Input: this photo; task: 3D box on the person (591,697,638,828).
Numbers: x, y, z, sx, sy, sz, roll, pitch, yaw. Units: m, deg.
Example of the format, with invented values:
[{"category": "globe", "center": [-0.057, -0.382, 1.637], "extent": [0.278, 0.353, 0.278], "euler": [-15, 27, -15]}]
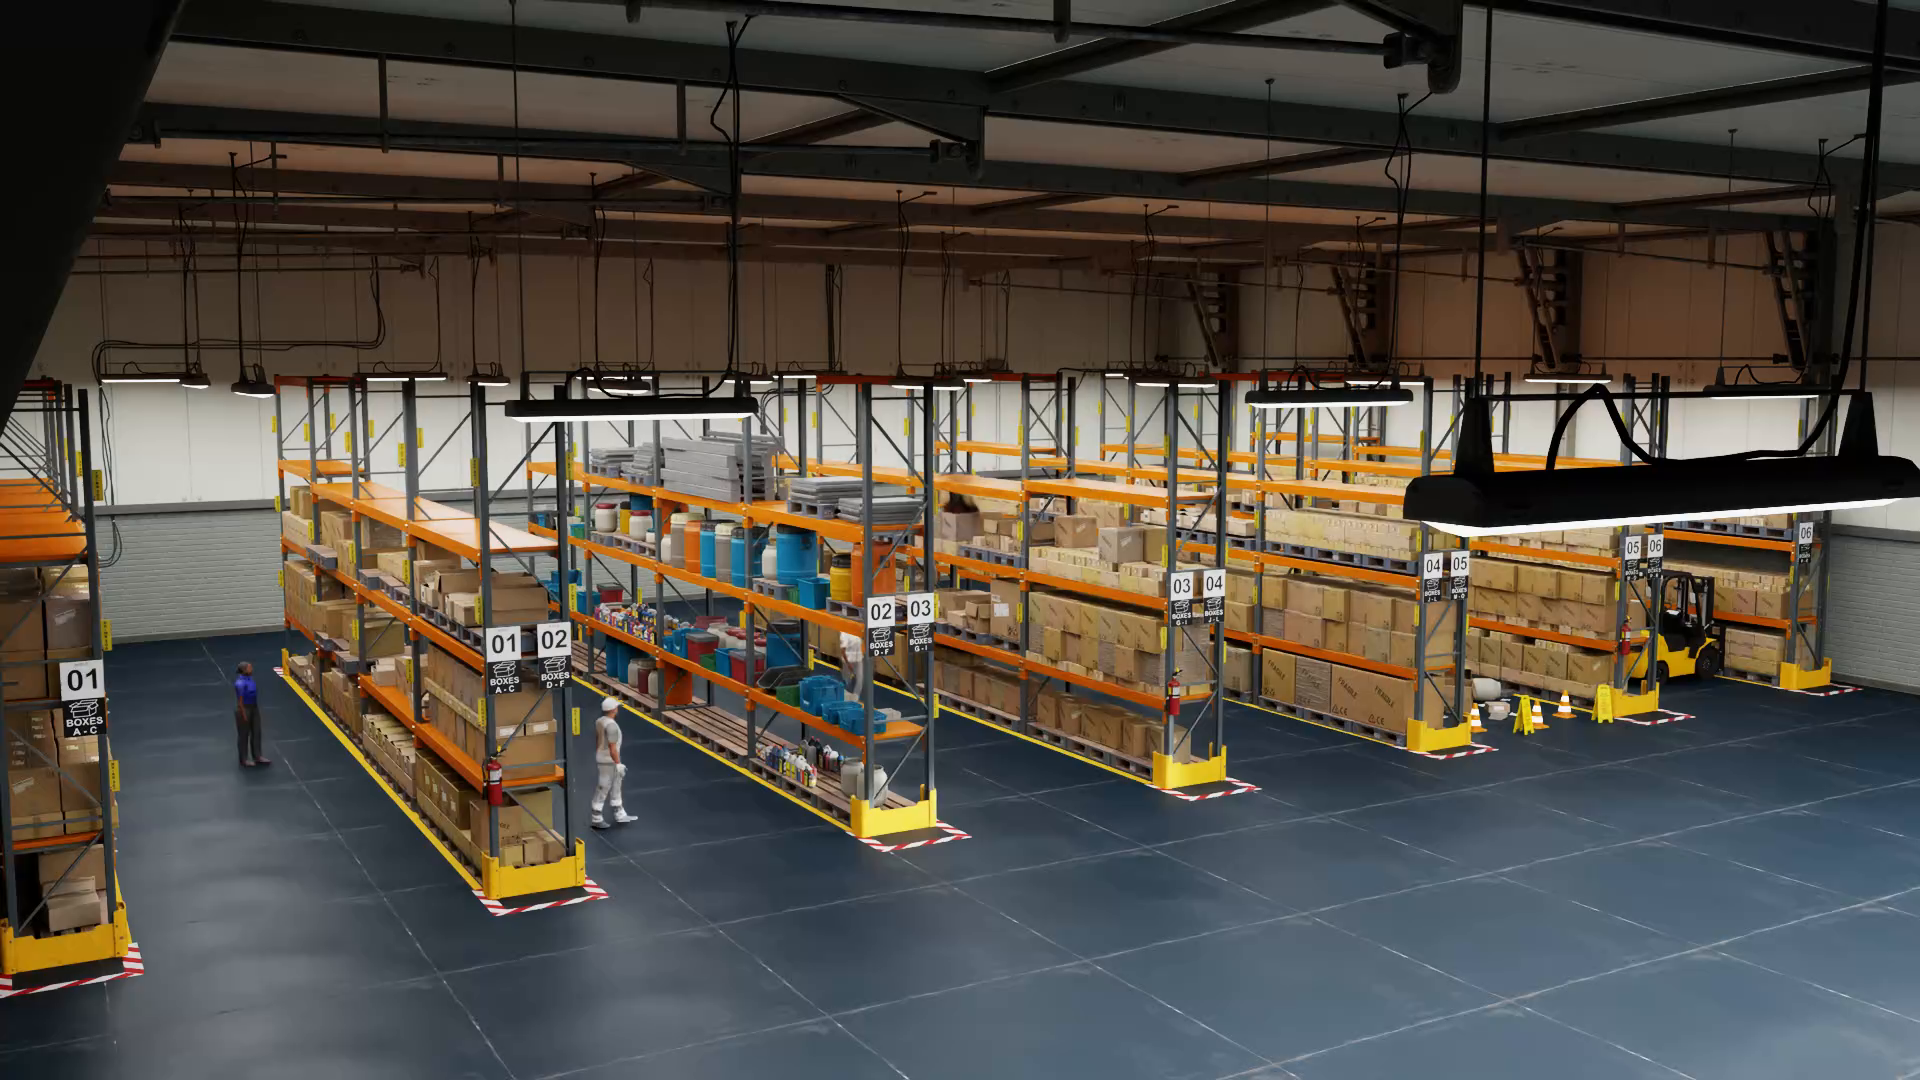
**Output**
[{"category": "person", "center": [-4.687, 2.998, 22.458], "extent": [0.615, 1.782, 0.591], "euler": [-1, 6, -10]}]

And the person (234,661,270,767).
[{"category": "person", "center": [-11.063, 2.690, 25.870], "extent": [0.349, 1.659, 0.511], "euler": [2, 7, 16]}]

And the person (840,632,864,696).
[{"category": "person", "center": [-1.900, 2.164, 29.564], "extent": [0.561, 1.671, 0.676], "euler": [-5, 8, -41]}]
